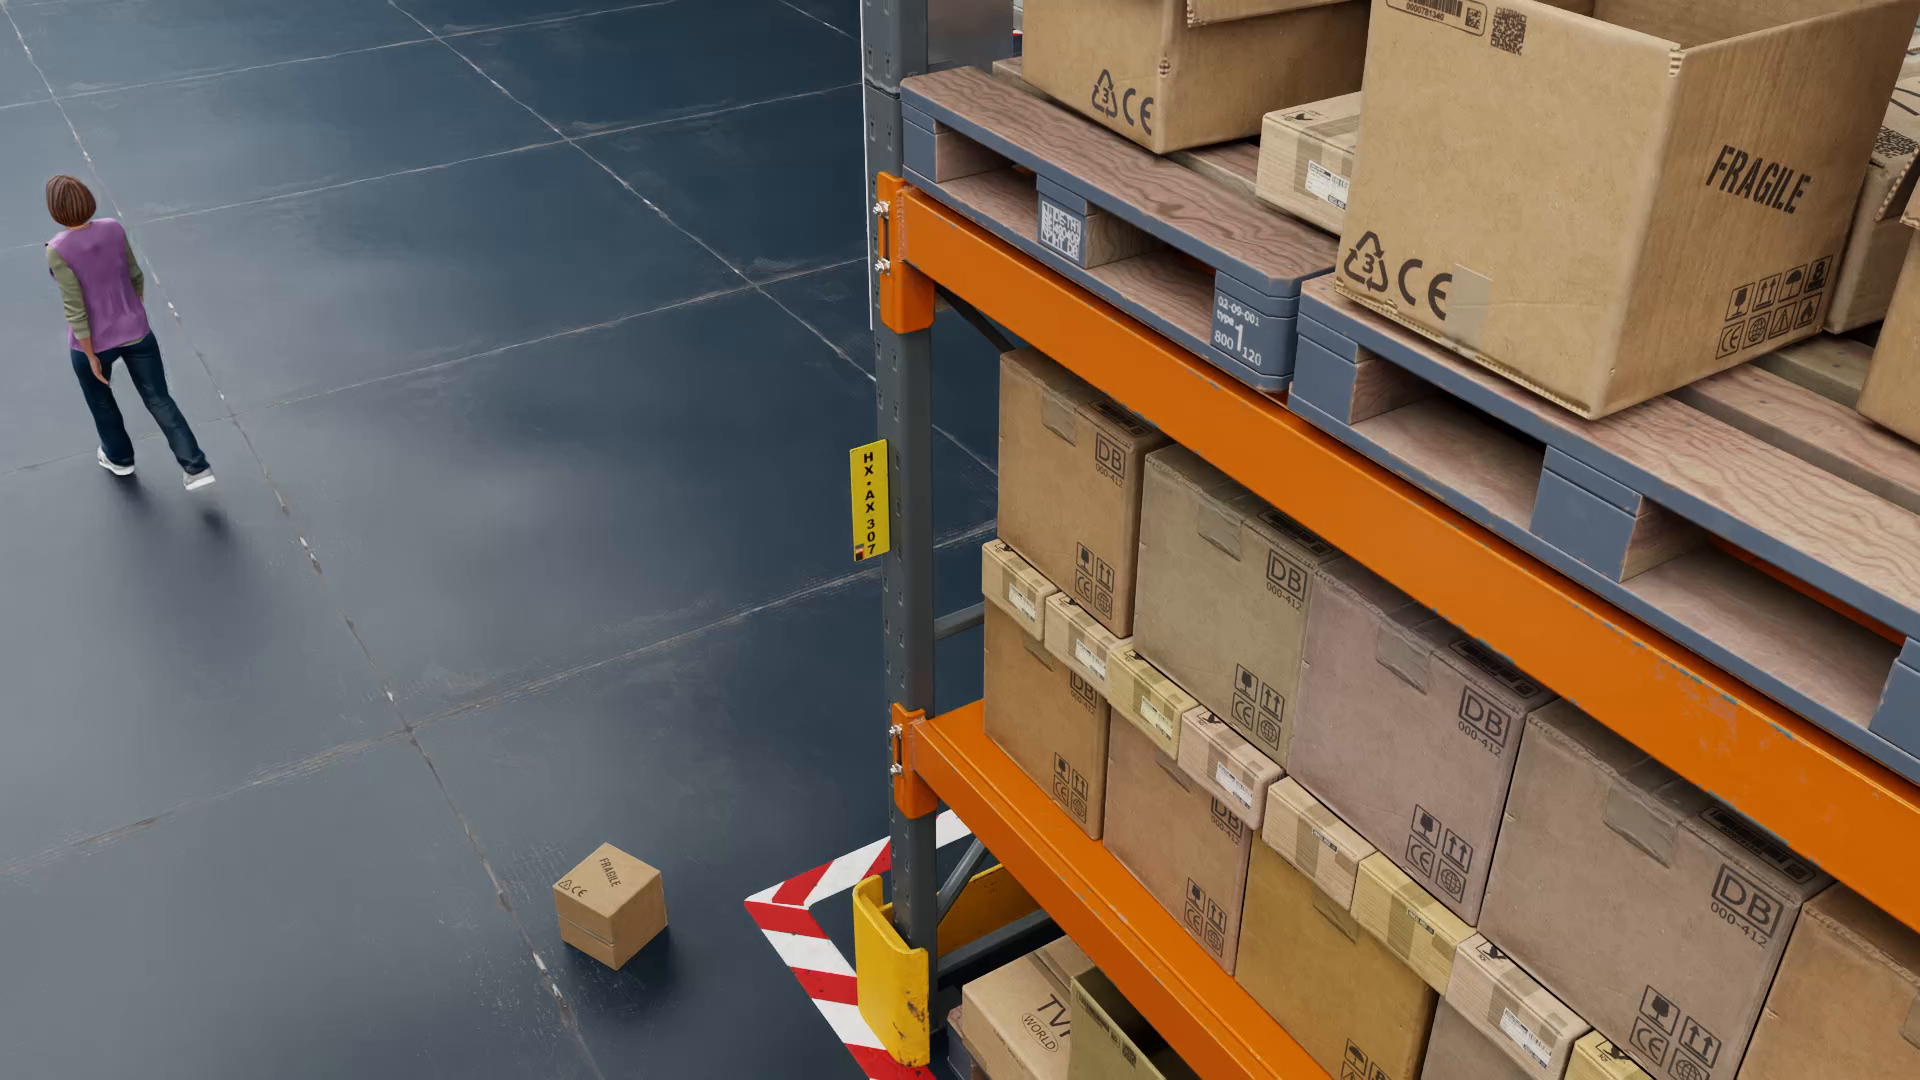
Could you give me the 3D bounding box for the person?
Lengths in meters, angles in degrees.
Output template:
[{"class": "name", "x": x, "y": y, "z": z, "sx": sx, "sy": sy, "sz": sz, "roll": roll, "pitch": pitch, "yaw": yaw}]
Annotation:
[{"class": "person", "x": -3.841, "y": -0.930, "z": 7.570, "sx": 0.896, "sy": 1.551, "sz": 0.412, "roll": 26, "pitch": 41, "yaw": 34}]
